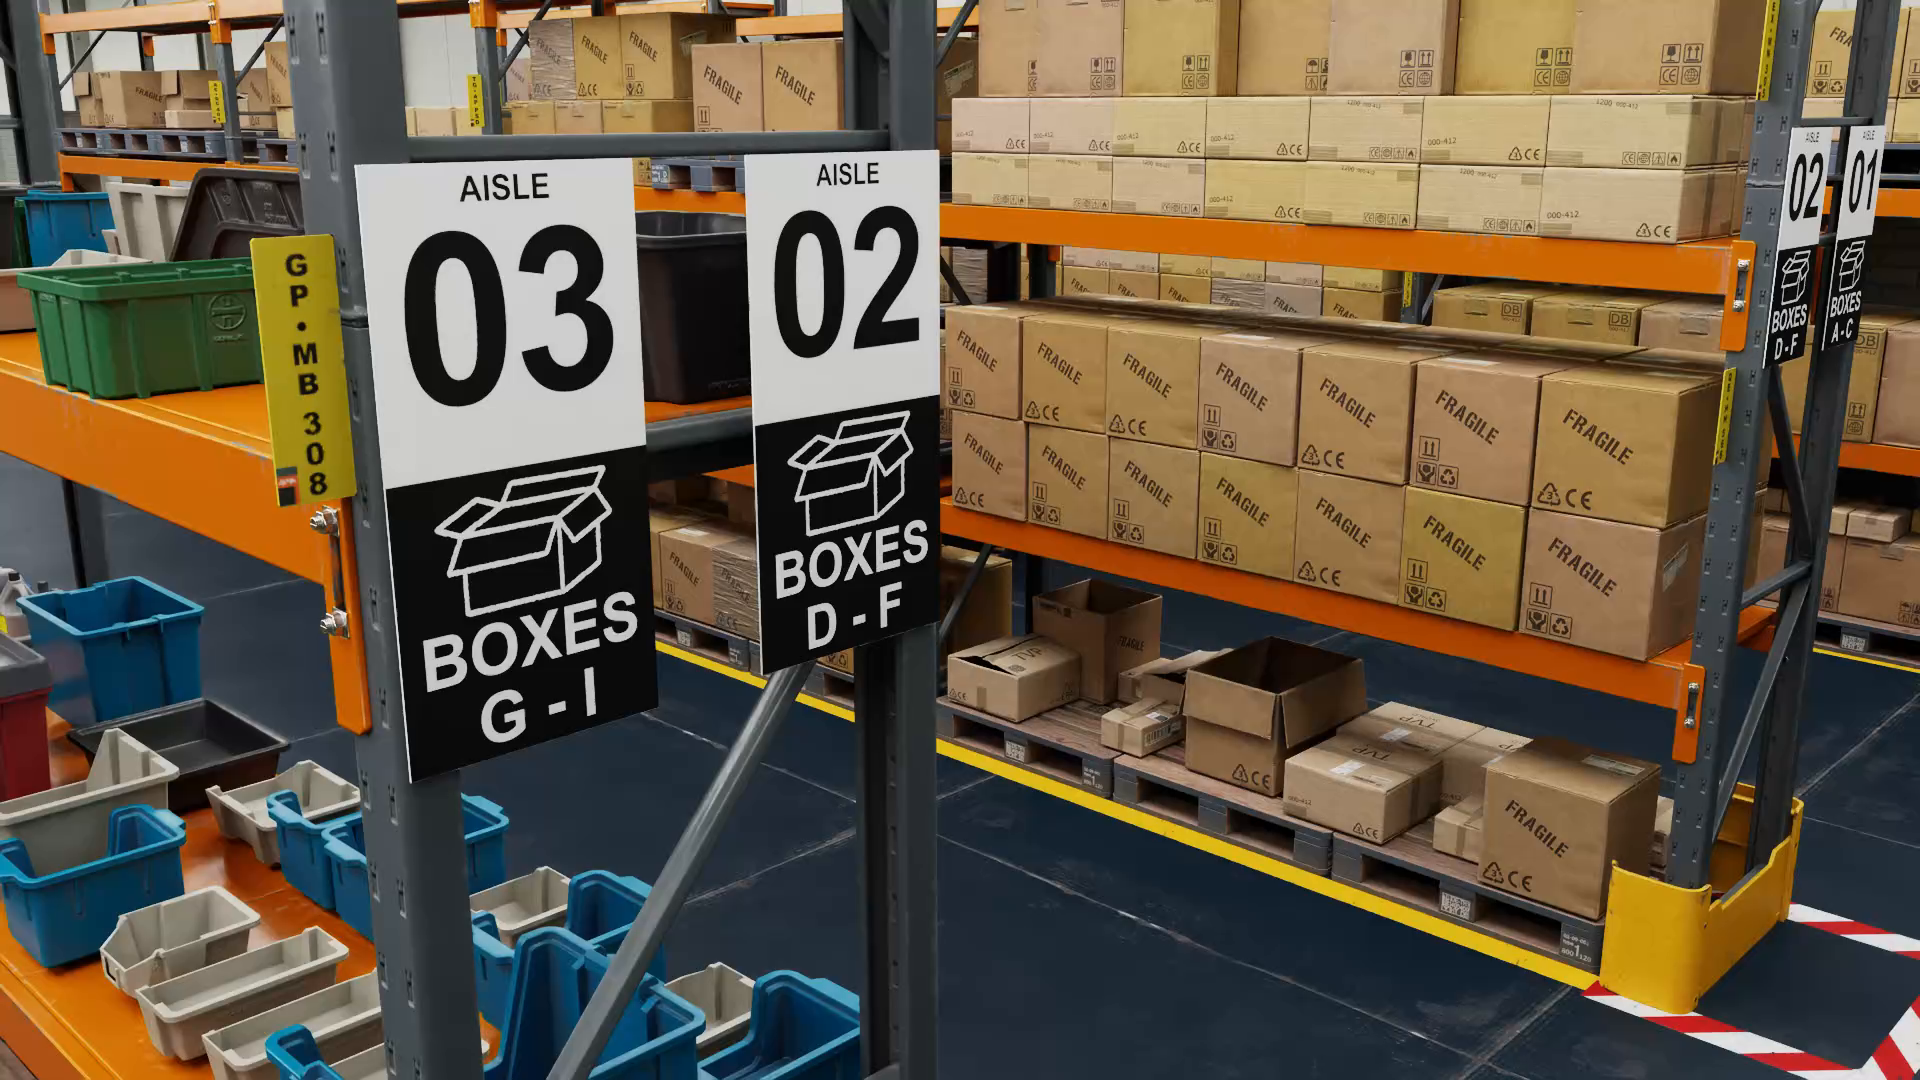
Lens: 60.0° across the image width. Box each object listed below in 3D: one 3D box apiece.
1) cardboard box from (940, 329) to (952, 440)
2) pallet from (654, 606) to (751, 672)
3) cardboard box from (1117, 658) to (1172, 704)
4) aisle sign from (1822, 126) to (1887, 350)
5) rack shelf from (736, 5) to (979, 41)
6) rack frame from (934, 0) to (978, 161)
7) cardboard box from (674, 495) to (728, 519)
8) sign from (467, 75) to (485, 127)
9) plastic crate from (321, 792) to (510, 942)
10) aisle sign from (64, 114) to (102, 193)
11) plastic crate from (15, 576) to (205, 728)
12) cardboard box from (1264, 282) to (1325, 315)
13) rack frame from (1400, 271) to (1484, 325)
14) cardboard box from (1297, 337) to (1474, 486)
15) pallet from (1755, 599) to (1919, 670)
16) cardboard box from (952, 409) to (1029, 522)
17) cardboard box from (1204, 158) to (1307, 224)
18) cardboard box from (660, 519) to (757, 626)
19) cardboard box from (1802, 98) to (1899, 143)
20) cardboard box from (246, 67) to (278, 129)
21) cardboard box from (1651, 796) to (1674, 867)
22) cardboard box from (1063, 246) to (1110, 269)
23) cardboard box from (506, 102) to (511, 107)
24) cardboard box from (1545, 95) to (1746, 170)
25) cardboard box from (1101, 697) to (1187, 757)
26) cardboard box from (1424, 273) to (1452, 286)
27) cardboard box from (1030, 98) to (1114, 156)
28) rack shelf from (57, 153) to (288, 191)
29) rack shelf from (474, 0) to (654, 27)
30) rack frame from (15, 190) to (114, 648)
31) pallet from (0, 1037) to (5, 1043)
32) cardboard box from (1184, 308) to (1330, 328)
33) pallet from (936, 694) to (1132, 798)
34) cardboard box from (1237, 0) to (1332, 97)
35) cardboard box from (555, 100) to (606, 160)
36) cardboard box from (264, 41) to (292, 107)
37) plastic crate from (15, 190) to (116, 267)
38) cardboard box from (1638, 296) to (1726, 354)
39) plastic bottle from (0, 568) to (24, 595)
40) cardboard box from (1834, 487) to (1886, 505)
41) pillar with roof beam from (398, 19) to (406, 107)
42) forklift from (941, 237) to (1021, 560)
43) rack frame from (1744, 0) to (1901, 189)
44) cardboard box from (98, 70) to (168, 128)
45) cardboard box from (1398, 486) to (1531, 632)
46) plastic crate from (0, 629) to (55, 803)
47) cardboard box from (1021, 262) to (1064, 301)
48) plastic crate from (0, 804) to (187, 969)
[{"bbox_3d":[-0.054,-0.881,9.333,0.500,0.500,0.700,7,16,24],"label":"cardboard box"},{"bbox_3d":[-1.362,0.495,10.615,1.213,0.211,1.003,14,20,42],"label":"pallet"},{"bbox_3d":[1.051,0.764,8.833,0.250,0.149,0.380,14,20,42],"label":"cardboard box"},{"bbox_3d":[3.265,-1.105,6.069,0.004,0.787,0.394,14,20,42],"label":"aisle sign"},{"bbox_3d":[-0.751,-4.817,15.792,4.000,0.370,1.077,14,20,42],"label":"rack shelf"},{"bbox_3d":[0.132,-3.409,8.168,0.127,3.000,1.000,14,20,42],"label":"rack frame"},{"bbox_3d":[-1.539,0.003,11.058,0.500,0.500,0.500,13,19,40],"label":"cardboard box"},{"bbox_3d":[-3.139,-2.847,10.776,0.005,0.325,0.100,14,20,42],"label":"sign"},{"bbox_3d":[-1.326,0.811,4.083,0.300,0.233,0.416,14,20,42],"label":"plastic crate"},{"bbox_3d":[-8.766,-3.820,16.487,0.004,0.787,0.394,14,20,42],"label":"aisle sign"},{"bbox_3d":[-2.736,0.391,5.395,0.575,0.384,0.392,14,20,42],"label":"plastic crate"},{"bbox_3d":[2.686,-1.730,12.795,0.500,0.500,0.500,14,20,43],"label":"cardboard box"},{"bbox_3d":[3.568,-1.406,12.378,0.127,3.000,1.000,14,20,42],"label":"rack frame"},{"bbox_3d":[1.760,-0.544,6.890,0.500,0.500,0.500,-14,20,-43],"label":"cardboard box"},{"bbox_3d":[5.817,0.518,10.525,1.213,0.211,1.003,14,20,42],"label":"pallet"},{"bbox_3d":[0.310,-0.416,8.380,0.500,0.500,0.500,-14,20,-43],"label":"cardboard box"},{"bbox_3d":[1.389,-1.492,7.057,0.500,0.250,0.500,14,20,42],"label":"cardboard box"},{"bbox_3d":[-1.500,0.192,10.331,0.500,0.500,0.500,13,19,40],"label":"cardboard box"},{"bbox_3d":[5.360,-2.507,9.922,0.500,0.250,0.500,13,19,40],"label":"cardboard box"},{"bbox_3d":[-5.807,-3.813,14.358,0.500,0.500,0.500,-12,19,-40],"label":"cardboard box"},{"bbox_3d":[2.949,1.225,7.062,0.250,0.149,0.380,14,20,42],"label":"cardboard box"},{"bbox_3d":[1.224,-2.450,14.072,0.500,0.250,0.500,13,20,41],"label":"cardboard box"},{"bbox_3d":[-5.004,-4.911,19.646,0.500,0.500,0.500,-14,20,-43],"label":"cardboard box"},{"bbox_3d":[2.465,-1.470,5.983,0.500,0.250,0.500,14,20,42],"label":"cardboard box"},{"bbox_3d":[0.914,0.915,8.219,0.250,0.166,0.380,14,20,42],"label":"cardboard box"},{"bbox_3d":[3.417,-2.098,12.721,0.500,0.250,0.500,-14,20,-42],"label":"cardboard box"},{"bbox_3d":[0.671,-1.909,7.668,0.500,0.250,0.500,14,20,42],"label":"cardboard box"},{"bbox_3d":[-7.067,-3.359,15.354,4.000,0.370,1.077,14,20,42],"label":"rack shelf"},{"bbox_3d":[-1.308,-3.217,9.652,4.000,0.370,1.077,14,20,42],"label":"rack shelf"},{"bbox_3d":[-3.309,0.393,5.476,0.127,3.000,1.000,14,20,42],"label":"rack frame"},{"bbox_3d":[-3.835,1.599,6.375,1.213,0.211,1.003,14,20,42],"label":"pallet"},{"bbox_3d":[1.409,-0.819,7.945,0.500,0.500,0.500,14,20,43],"label":"cardboard box"},{"bbox_3d":[0.626,0.964,8.814,1.213,0.211,1.003,14,20,42],"label":"pallet"},{"bbox_3d":[1.600,-2.152,7.111,0.500,0.500,0.700,14,20,42],"label":"cardboard box"},{"bbox_3d":[-2.043,-2.546,10.608,0.500,0.500,0.910,14,20,42],"label":"cardboard box"},{"bbox_3d":[-5.210,-3.736,13.349,0.500,0.500,0.500,14,20,43],"label":"cardboard box"},{"bbox_3d":[-2.432,-0.877,4.730,0.300,0.233,0.416,14,20,42],"label":"plastic crate"},{"bbox_3d":[4.999,-1.199,10.988,0.700,0.700,0.980,12,19,40],"label":"cardboard box"},{"bbox_3d":[-3.641,0.238,6.314,0.135,0.276,0.152,14,20,42],"label":"plastic bottle"},{"bbox_3d":[5.738,-0.220,10.667,0.250,0.149,0.380,14,20,42],"label":"cardboard box"},{"bbox_3d":[-11.274,-6.712,20.845,0.400,9.000,9.100,14,20,42],"label":"pillar with roof beam"},{"bbox_3d":[-0.163,-1.267,11.980,1.130,2.935,3.031,4,15,15],"label":"forklift"},{"bbox_3d":[3.012,-2.709,5.481,0.127,3.000,1.000,14,20,42],"label":"rack frame"},{"bbox_3d":[-7.501,-4.037,15.217,0.500,0.500,0.500,14,20,42],"label":"cardboard box"},{"bbox_3d":[2.124,0.027,6.682,0.500,0.500,0.500,14,20,43],"label":"cardboard box"},{"bbox_3d":[-2.840,0.534,4.686,0.583,0.464,0.402,14,20,42],"label":"plastic crate"},{"bbox_3d":[0.860,-2.176,14.507,0.500,0.500,0.500,-14,20,-43],"label":"cardboard box"},{"bbox_3d":[-2.086,0.832,4.004,0.300,0.233,0.416,14,20,42],"label":"plastic crate"}]
